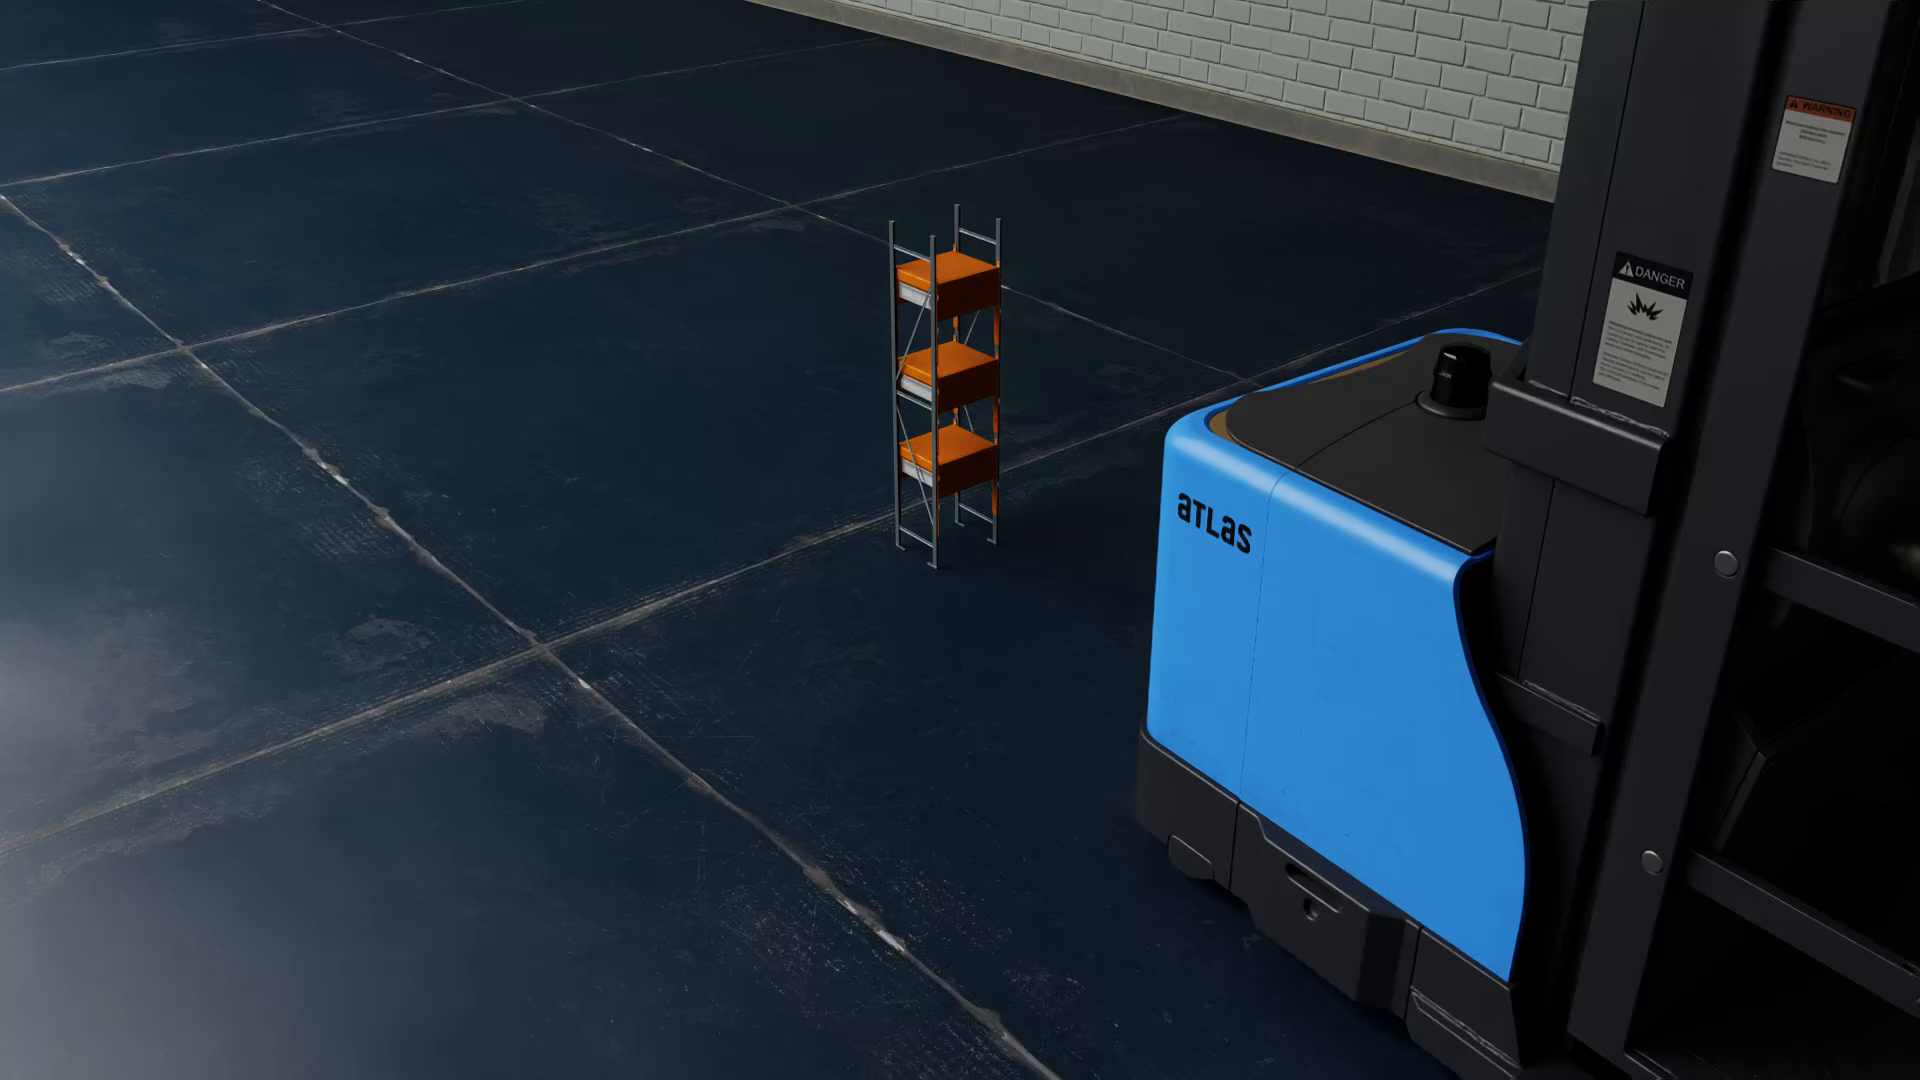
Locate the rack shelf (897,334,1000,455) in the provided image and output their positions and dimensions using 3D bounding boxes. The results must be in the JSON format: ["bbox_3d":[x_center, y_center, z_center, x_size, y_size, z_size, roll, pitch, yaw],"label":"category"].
[{"bbox_3d":[-0.041,-0.437,4.977,0.240,0.259,0.215,-22,35,-35],"label":"rack shelf"}]

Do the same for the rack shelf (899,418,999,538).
[{"bbox_3d":[-0.041,-0.192,5.108,0.240,0.259,0.215,-22,35,-35],"label":"rack shelf"}]

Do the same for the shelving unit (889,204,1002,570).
[{"bbox_3d":[-0.041,-0.447,4.972,0.252,1.050,0.215,-22,35,-35],"label":"shelving unit"}]

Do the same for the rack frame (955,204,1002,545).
[{"bbox_3d":[0.052,-0.484,5.042,0.008,1.050,0.200,-22,35,-35],"label":"rack frame"}]

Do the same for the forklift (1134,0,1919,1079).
[{"bbox_3d":[1.690,-0.174,2.466,1.130,2.935,3.031,-19,34,-32],"label":"forklift"}]

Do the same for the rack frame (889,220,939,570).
[{"bbox_3d":[-0.134,-0.409,4.902,0.008,1.050,0.200,-22,35,-35],"label":"rack frame"}]

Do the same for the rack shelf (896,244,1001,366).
[{"bbox_3d":[-0.041,-0.688,4.843,0.240,0.259,0.215,-22,35,-35],"label":"rack shelf"}]
